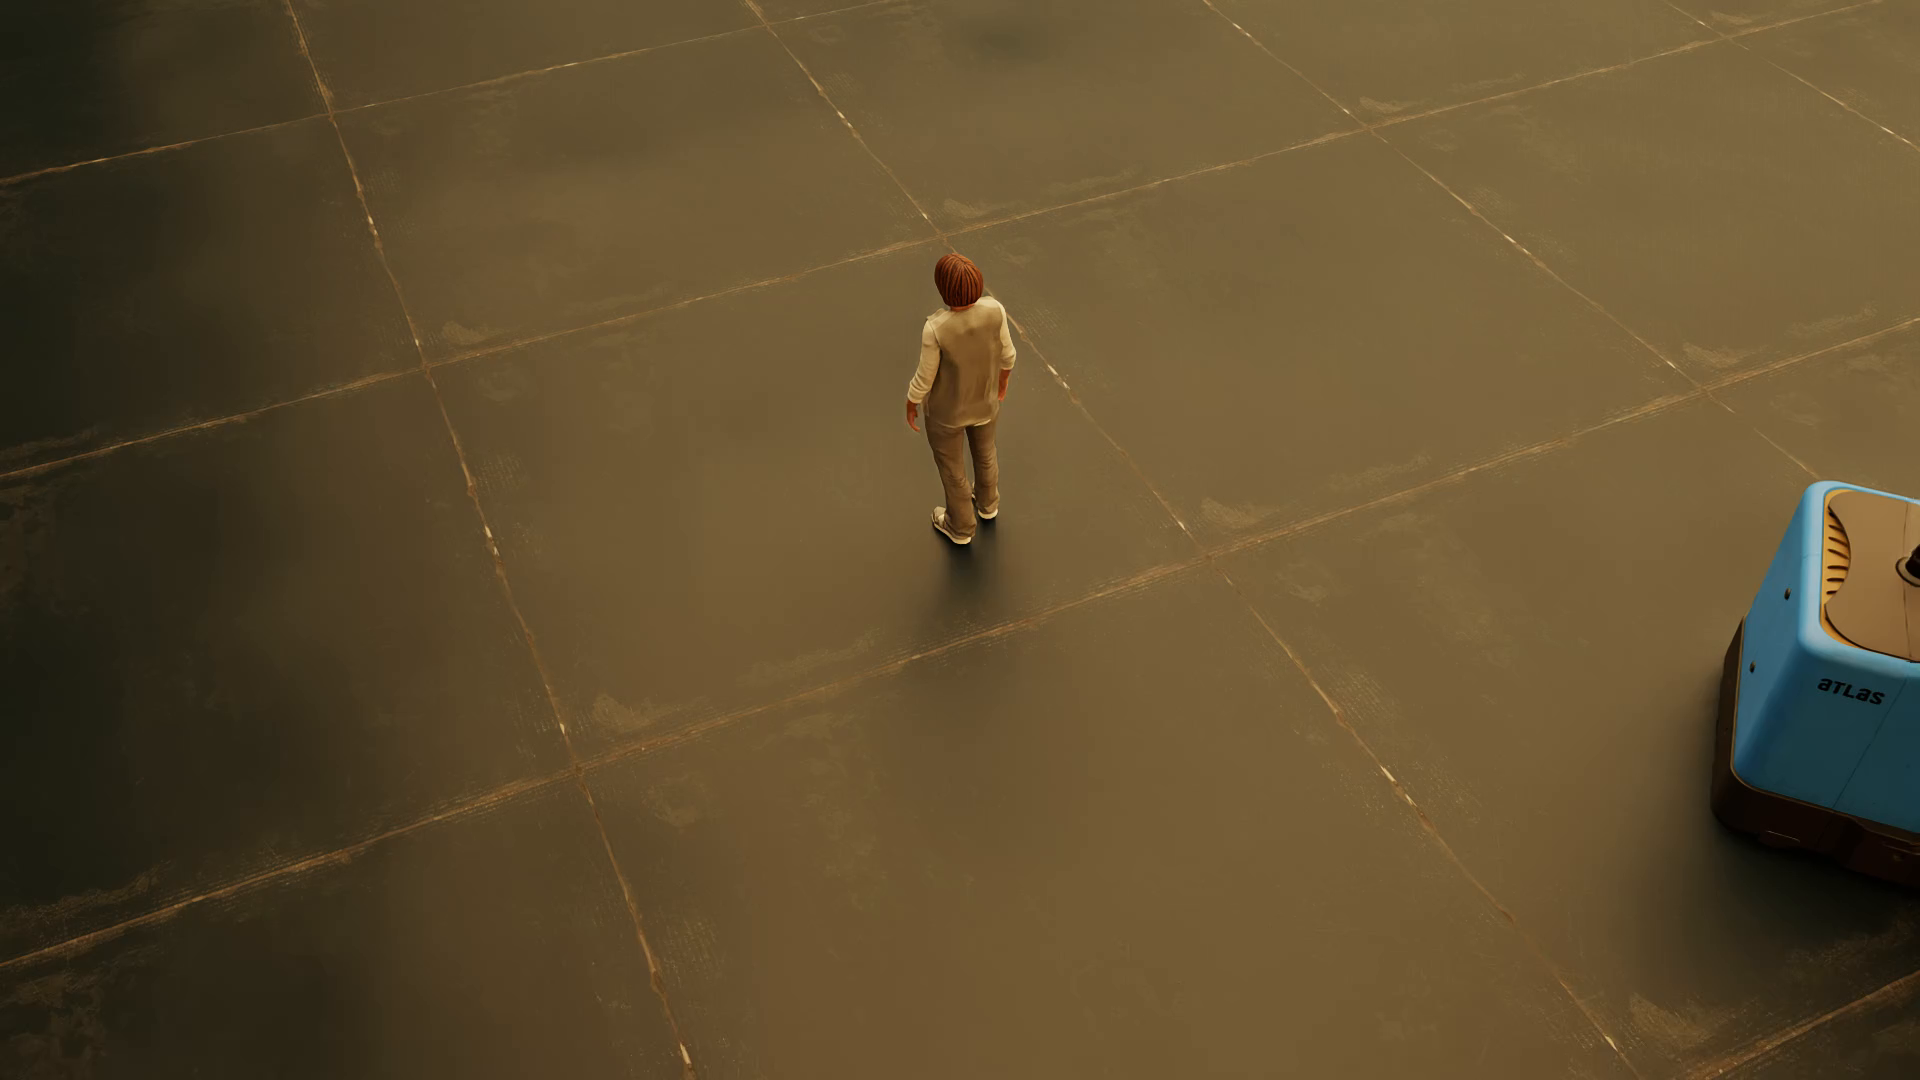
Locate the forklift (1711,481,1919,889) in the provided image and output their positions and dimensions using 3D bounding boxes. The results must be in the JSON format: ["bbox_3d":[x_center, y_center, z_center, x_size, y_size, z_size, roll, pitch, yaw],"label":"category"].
[{"bbox_3d":[4.547,0.143,5.526,3.031,2.935,1.130,15,45,16],"label":"forklift"}]

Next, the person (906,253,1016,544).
[{"bbox_3d":[-0.018,-0.640,7.332,0.520,1.599,0.473,-18,46,-18],"label":"person"}]
